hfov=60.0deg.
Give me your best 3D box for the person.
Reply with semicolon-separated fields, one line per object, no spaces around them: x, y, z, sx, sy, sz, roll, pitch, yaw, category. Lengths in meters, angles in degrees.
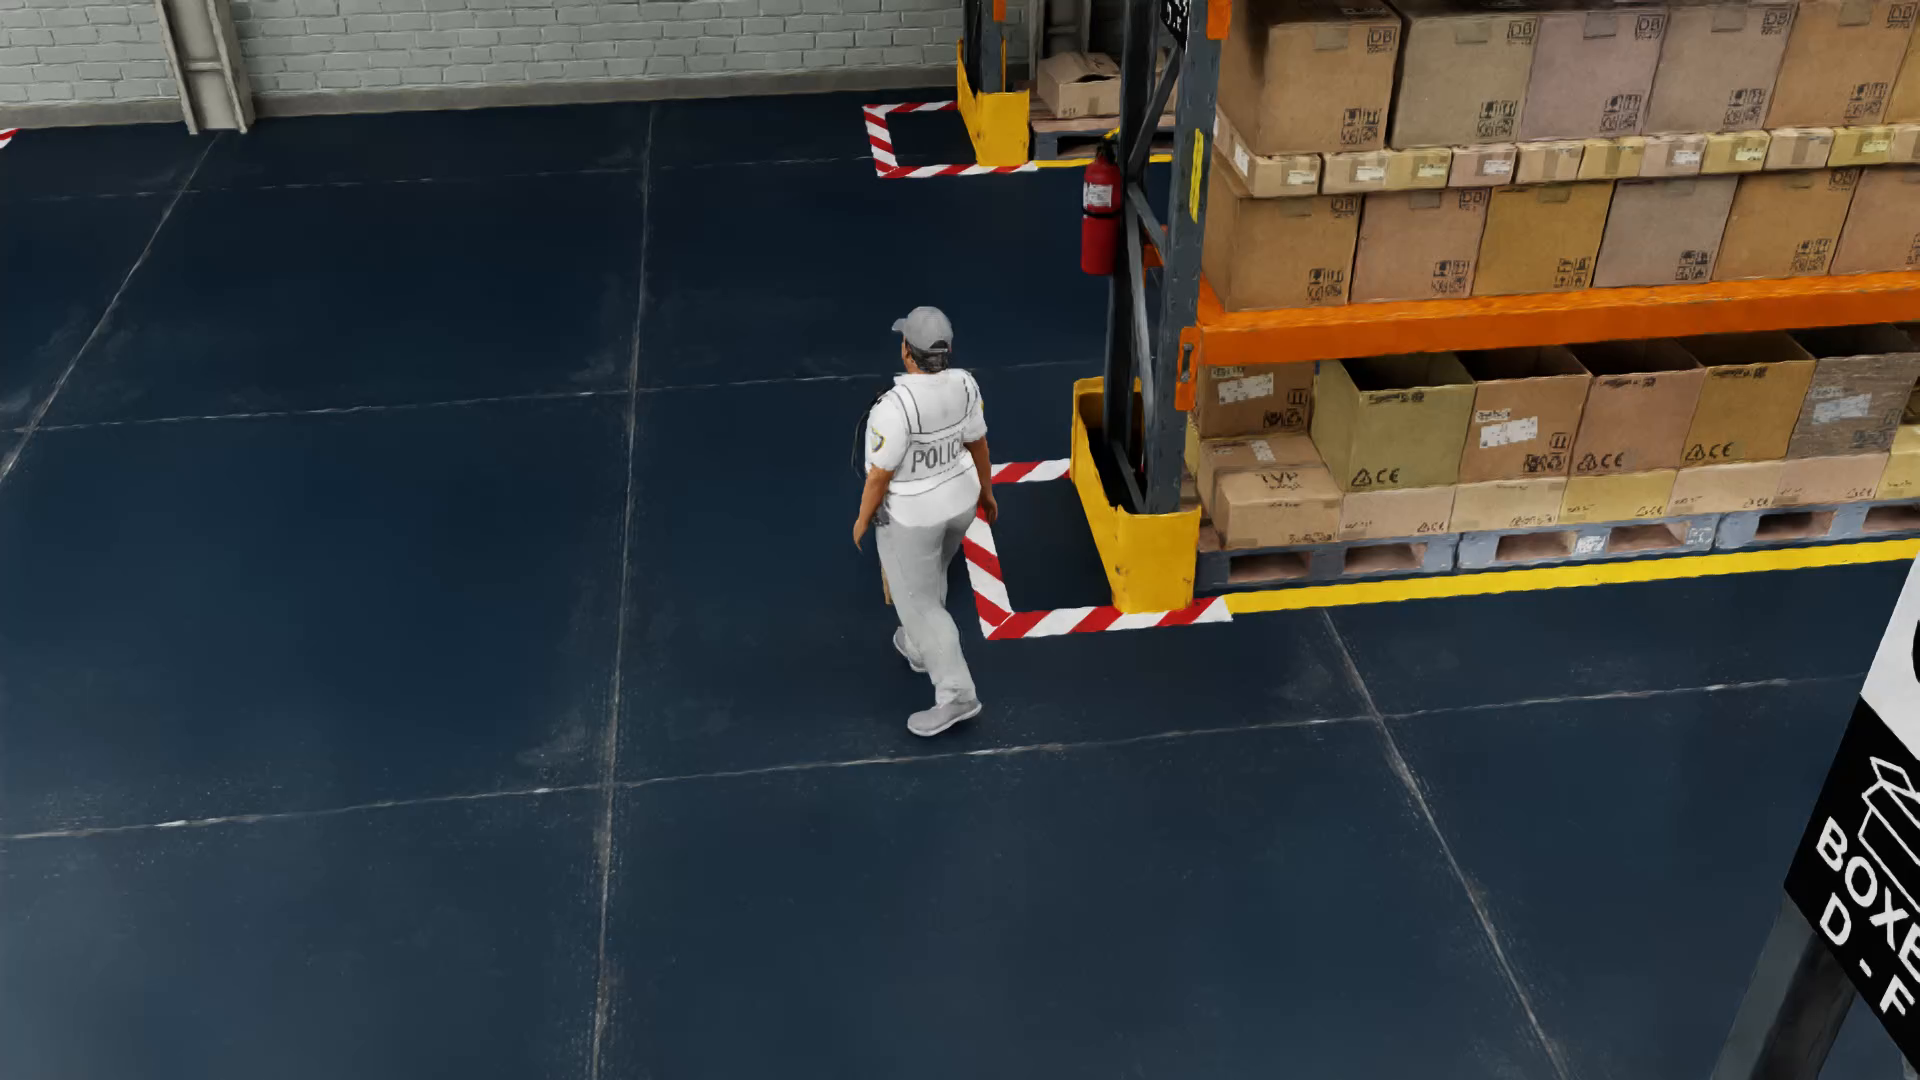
-0.109;-0.098;6.291;0.662;1.655;0.605;30;45;35;person
